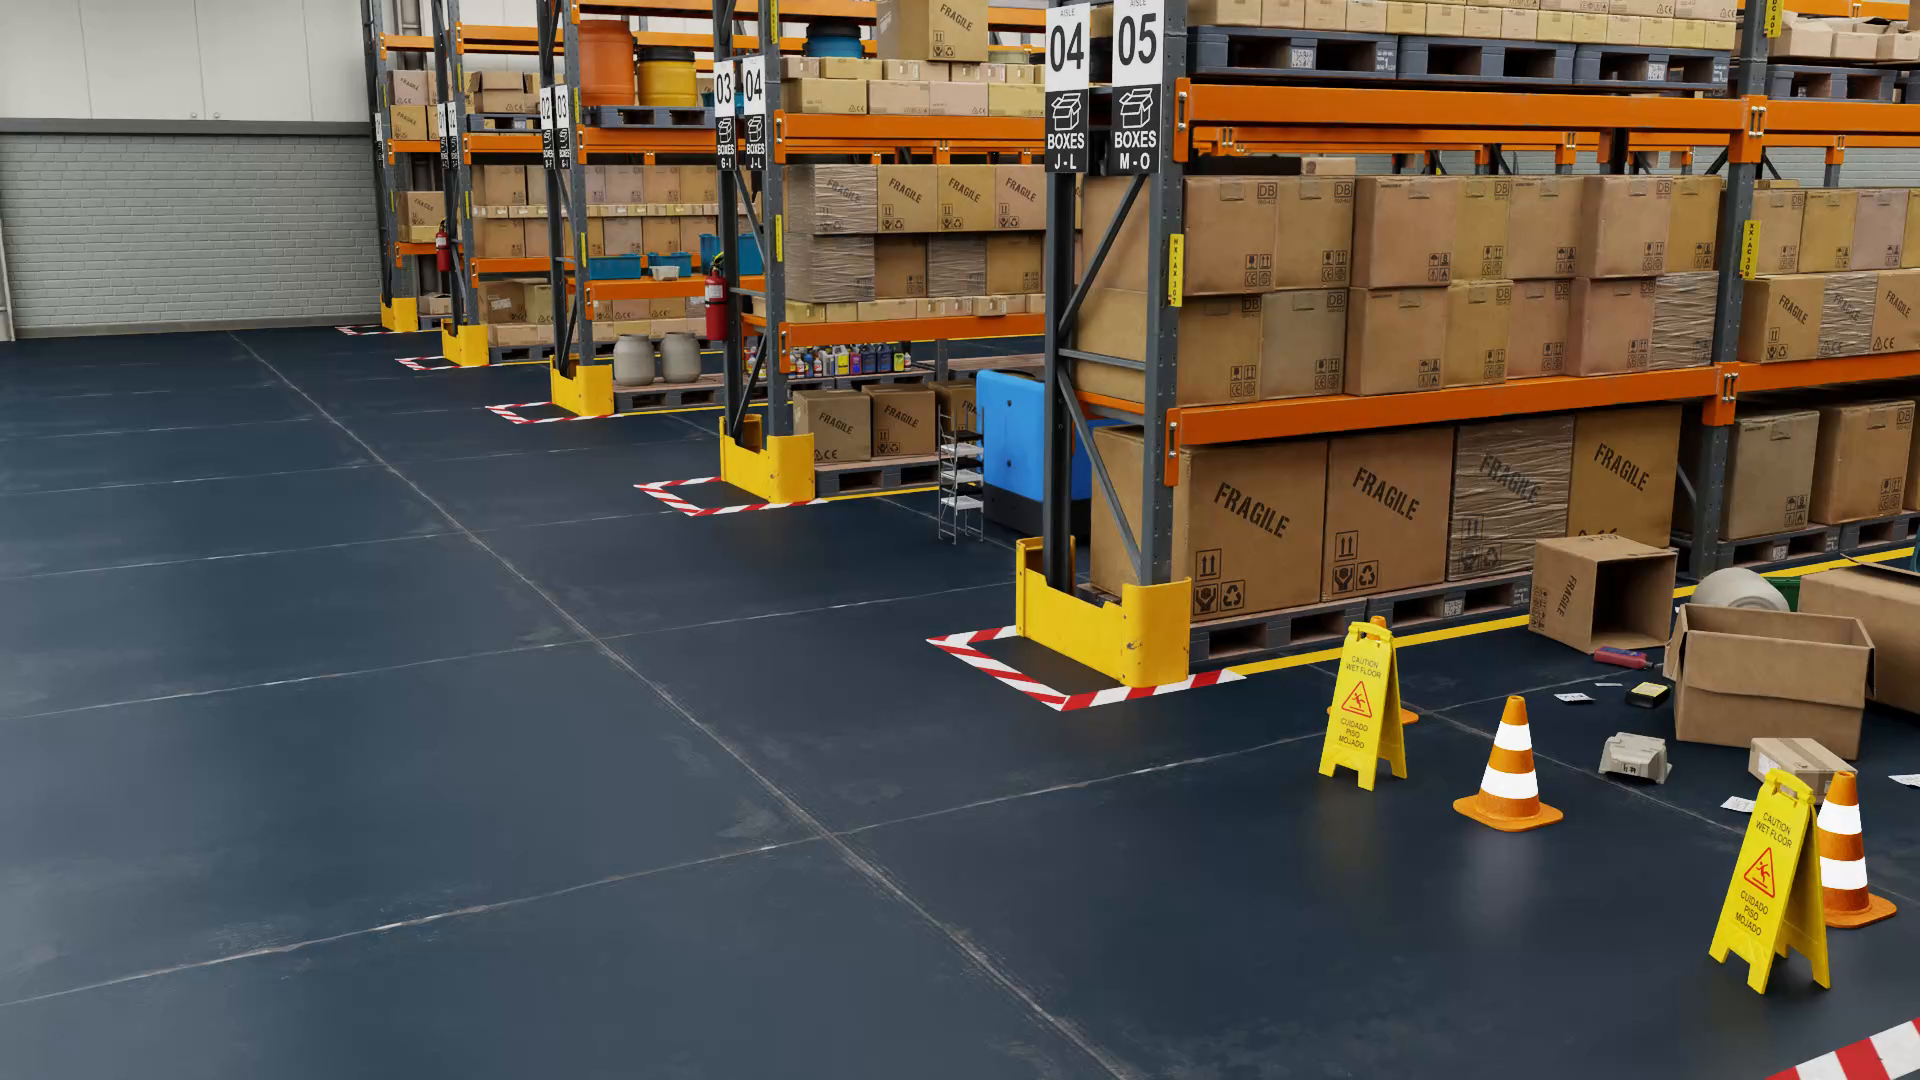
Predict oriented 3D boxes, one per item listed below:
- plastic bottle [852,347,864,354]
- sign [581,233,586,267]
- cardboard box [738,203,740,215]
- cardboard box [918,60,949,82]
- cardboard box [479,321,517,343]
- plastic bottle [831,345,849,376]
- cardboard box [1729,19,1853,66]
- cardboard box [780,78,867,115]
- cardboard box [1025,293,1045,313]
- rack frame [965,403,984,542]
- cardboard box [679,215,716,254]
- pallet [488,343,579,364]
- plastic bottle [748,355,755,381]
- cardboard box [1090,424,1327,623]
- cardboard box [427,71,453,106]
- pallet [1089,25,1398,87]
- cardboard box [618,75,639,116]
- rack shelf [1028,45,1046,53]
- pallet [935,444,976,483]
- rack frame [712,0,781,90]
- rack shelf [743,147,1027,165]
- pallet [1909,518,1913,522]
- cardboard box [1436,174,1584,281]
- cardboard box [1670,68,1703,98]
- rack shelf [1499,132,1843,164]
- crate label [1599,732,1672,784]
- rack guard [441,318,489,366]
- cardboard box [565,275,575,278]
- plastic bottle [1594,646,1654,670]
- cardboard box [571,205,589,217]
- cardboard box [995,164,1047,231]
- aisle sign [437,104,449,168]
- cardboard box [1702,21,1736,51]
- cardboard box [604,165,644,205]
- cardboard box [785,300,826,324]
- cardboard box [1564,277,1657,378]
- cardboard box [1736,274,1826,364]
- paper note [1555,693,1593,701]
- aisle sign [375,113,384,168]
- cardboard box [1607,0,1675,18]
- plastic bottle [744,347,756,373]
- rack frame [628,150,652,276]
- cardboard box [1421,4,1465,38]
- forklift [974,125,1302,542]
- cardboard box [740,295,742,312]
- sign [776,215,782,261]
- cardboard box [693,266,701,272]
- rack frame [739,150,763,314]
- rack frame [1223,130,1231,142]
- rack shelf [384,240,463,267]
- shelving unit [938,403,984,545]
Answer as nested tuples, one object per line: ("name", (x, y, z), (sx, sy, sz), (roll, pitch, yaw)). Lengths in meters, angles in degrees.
("plastic bottle", (-1.111, -1.992, 18.329), (0.135, 0.276, 0.152), (-7, 14, -28))
("sign", (-3.674, -2.831, 16.228), (0.005, 0.325, 0.100), (-7, 14, -28))
("cardboard box", (-3.146, -4.448, 22.338), (0.250, 0.149, 0.380), (-7, 15, -29))
("cardboard box", (-0.283, -3.516, 12.502), (0.250, 0.149, 0.380), (-7, 14, -28))
("cardboard box", (-5.974, -2.734, 21.734), (0.500, 0.250, 0.500), (-7, 14, -28))
("plastic bottle", (-1.301, -1.968, 18.055), (0.185, 0.351, 0.144), (-7, 14, -28))
("cardboard box", (5.217, -3.119, 10.461), (0.500, 0.250, 0.500), (-7, 14, -28))
("cardboard box", (-1.013, -3.239, 12.181), (0.500, 0.250, 0.500), (-6, 14, -26))
("cardboard box", (0.579, -1.912, 13.346), (0.250, 0.149, 0.380), (-7, 14, -28))
("rack frame", (0.096, -0.451, 11.062), (0.006, 0.900, 0.240), (-7, 14, -28))
("cardboard box", (-3.639, -4.123, 22.368), (0.500, 0.500, 0.700), (-7, 14, -28))
("pallet", (-5.652, -2.486, 21.674), (1.213, 0.211, 1.003), (-7, 14, -28))
("plastic bottle", (-2.193, -1.817, 17.563), (0.097, 0.271, 0.097), (0, 13, 0))
("cardboard box", (1.291, -0.134, 8.756), (0.875, 0.875, 0.875), (-7, 14, -28))
("cardboard box", (-7.761, -6.758, 24.926), (0.500, 0.500, 0.500), (-7, 14, -29))
("pallet", (1.374, -2.382, 8.231), (1.213, 0.211, 1.003), (-7, 14, -28))
("cardboard box", (-4.298, -5.817, 21.780), (0.637, 0.503, 0.797), (-5, 14, -22))
("rack shelf", (2.474, -7.190, 25.113), (4.000, 0.370, 1.077), (-7, 14, -28))
("pallet", (0.306, -0.702, 13.747), (1.213, 0.211, 1.003), (-7, 14, -28))
("rack frame", (-1.560, -4.775, 11.831), (0.127, 3.000, 1.000), (-7, 14, -28))
("rack shelf", (-1.037, -5.501, 23.529), (4.000, 0.370, 1.077), (-7, 14, -28))
("pallet", (7.022, -0.295, 11.937), (1.213, 0.211, 1.003), (-7, 14, -28))
("cardboard box", (2.932, -1.760, 9.296), (0.550, 0.550, 0.875), (-7, 14, -28))
("cardboard box", (7.245, -4.628, 16.816), (0.637, 0.503, 0.797), (-7, 14, -29))
("rack shelf", (7.217, -4.013, 16.914), (4.000, 0.370, 1.077), (-7, 14, -28))
("crate label", (2.778, 0.892, 6.836), (0.250, 0.136, 0.298), (8, 15, 31))
("rack guard", (-6.324, -2.536, 21.238), (0.348, 0.500, 1.175), (-7, 14, -28))
("cardboard box", (-6.061, -4.011, 26.791), (0.500, 0.500, 0.500), (-8, 15, -32))
("plastic bottle", (3.340, 0.595, 8.327), (0.283, 0.061, 0.133), (11, 17, 40))
("cardboard box", (-4.950, -4.232, 21.375), (0.250, 0.149, 0.380), (-7, 15, -30))
("cardboard box", (0.370, -2.693, 13.062), (0.500, 0.500, 0.500), (-7, 14, -28))
("aisle sign", (-6.502, -5.076, 20.910), (0.004, 0.787, 0.394), (-7, 14, -28))
("cardboard box", (4.072, -2.797, 9.262), (0.250, 0.149, 0.380), (-7, 14, -28))
("cardboard box", (-4.500, -4.654, 21.774), (0.500, 0.500, 0.700), (-7, 14, -28))
("cardboard box", (-1.196, -1.710, 12.446), (0.250, 0.149, 0.380), (-7, 14, -28))
("cardboard box", (3.449, -1.272, 9.589), (0.550, 0.550, 0.875), (-7, 14, -28))
("cardboard box", (4.829, -1.355, 10.069), (0.500, 0.500, 0.500), (-7, 14, -27))
("paper note", (2.881, 0.734, 7.781), (0.142, 0.017, 0.144), (-2, 13, -8))
("aisle sign", (-8.600, -5.915, 24.639), (0.004, 0.787, 0.394), (-7, 14, -28))
("cardboard box", (3.486, -2.937, 8.976), (0.500, 0.250, 0.500), (-7, 14, -28))
("plastic bottle", (-2.297, -1.987, 18.310), (0.135, 0.276, 0.152), (-7, 14, -27))
("rack frame", (-5.169, -5.133, 27.084), (0.127, 3.000, 1.000), (-7, 14, -28))
("cardboard box", (2.290, -2.583, 8.312), (0.250, 0.149, 0.380), (-7, 14, -28))
("forklift", (1.648, -1.611, 11.593), (3.031, 2.935, 1.130), (-6, 14, -26))
("cardboard box", (-3.349, -3.419, 23.069), (0.500, 0.500, 0.500), (-7, 14, -28))
("sign", (-1.300, -2.166, 11.930), (0.005, 0.325, 0.100), (-7, 14, -28))
("cardboard box", (-4.146, -4.621, 27.795), (0.500, 0.250, 0.500), (-7, 15, -29))
("rack frame", (-2.792, -4.179, 22.844), (0.127, 3.000, 1.000), (-7, 14, -28))
("rack frame", (1.951, -2.269, 14.360), (0.127, 3.000, 1.000), (-7, 14, -28))
("rack shelf", (-6.925, -4.571, 26.229), (4.000, 0.370, 1.077), (-7, 14, -28))
("shelving unit", (0.007, -0.440, 11.014), (0.210, 0.900, 0.258), (-7, 14, -28))
